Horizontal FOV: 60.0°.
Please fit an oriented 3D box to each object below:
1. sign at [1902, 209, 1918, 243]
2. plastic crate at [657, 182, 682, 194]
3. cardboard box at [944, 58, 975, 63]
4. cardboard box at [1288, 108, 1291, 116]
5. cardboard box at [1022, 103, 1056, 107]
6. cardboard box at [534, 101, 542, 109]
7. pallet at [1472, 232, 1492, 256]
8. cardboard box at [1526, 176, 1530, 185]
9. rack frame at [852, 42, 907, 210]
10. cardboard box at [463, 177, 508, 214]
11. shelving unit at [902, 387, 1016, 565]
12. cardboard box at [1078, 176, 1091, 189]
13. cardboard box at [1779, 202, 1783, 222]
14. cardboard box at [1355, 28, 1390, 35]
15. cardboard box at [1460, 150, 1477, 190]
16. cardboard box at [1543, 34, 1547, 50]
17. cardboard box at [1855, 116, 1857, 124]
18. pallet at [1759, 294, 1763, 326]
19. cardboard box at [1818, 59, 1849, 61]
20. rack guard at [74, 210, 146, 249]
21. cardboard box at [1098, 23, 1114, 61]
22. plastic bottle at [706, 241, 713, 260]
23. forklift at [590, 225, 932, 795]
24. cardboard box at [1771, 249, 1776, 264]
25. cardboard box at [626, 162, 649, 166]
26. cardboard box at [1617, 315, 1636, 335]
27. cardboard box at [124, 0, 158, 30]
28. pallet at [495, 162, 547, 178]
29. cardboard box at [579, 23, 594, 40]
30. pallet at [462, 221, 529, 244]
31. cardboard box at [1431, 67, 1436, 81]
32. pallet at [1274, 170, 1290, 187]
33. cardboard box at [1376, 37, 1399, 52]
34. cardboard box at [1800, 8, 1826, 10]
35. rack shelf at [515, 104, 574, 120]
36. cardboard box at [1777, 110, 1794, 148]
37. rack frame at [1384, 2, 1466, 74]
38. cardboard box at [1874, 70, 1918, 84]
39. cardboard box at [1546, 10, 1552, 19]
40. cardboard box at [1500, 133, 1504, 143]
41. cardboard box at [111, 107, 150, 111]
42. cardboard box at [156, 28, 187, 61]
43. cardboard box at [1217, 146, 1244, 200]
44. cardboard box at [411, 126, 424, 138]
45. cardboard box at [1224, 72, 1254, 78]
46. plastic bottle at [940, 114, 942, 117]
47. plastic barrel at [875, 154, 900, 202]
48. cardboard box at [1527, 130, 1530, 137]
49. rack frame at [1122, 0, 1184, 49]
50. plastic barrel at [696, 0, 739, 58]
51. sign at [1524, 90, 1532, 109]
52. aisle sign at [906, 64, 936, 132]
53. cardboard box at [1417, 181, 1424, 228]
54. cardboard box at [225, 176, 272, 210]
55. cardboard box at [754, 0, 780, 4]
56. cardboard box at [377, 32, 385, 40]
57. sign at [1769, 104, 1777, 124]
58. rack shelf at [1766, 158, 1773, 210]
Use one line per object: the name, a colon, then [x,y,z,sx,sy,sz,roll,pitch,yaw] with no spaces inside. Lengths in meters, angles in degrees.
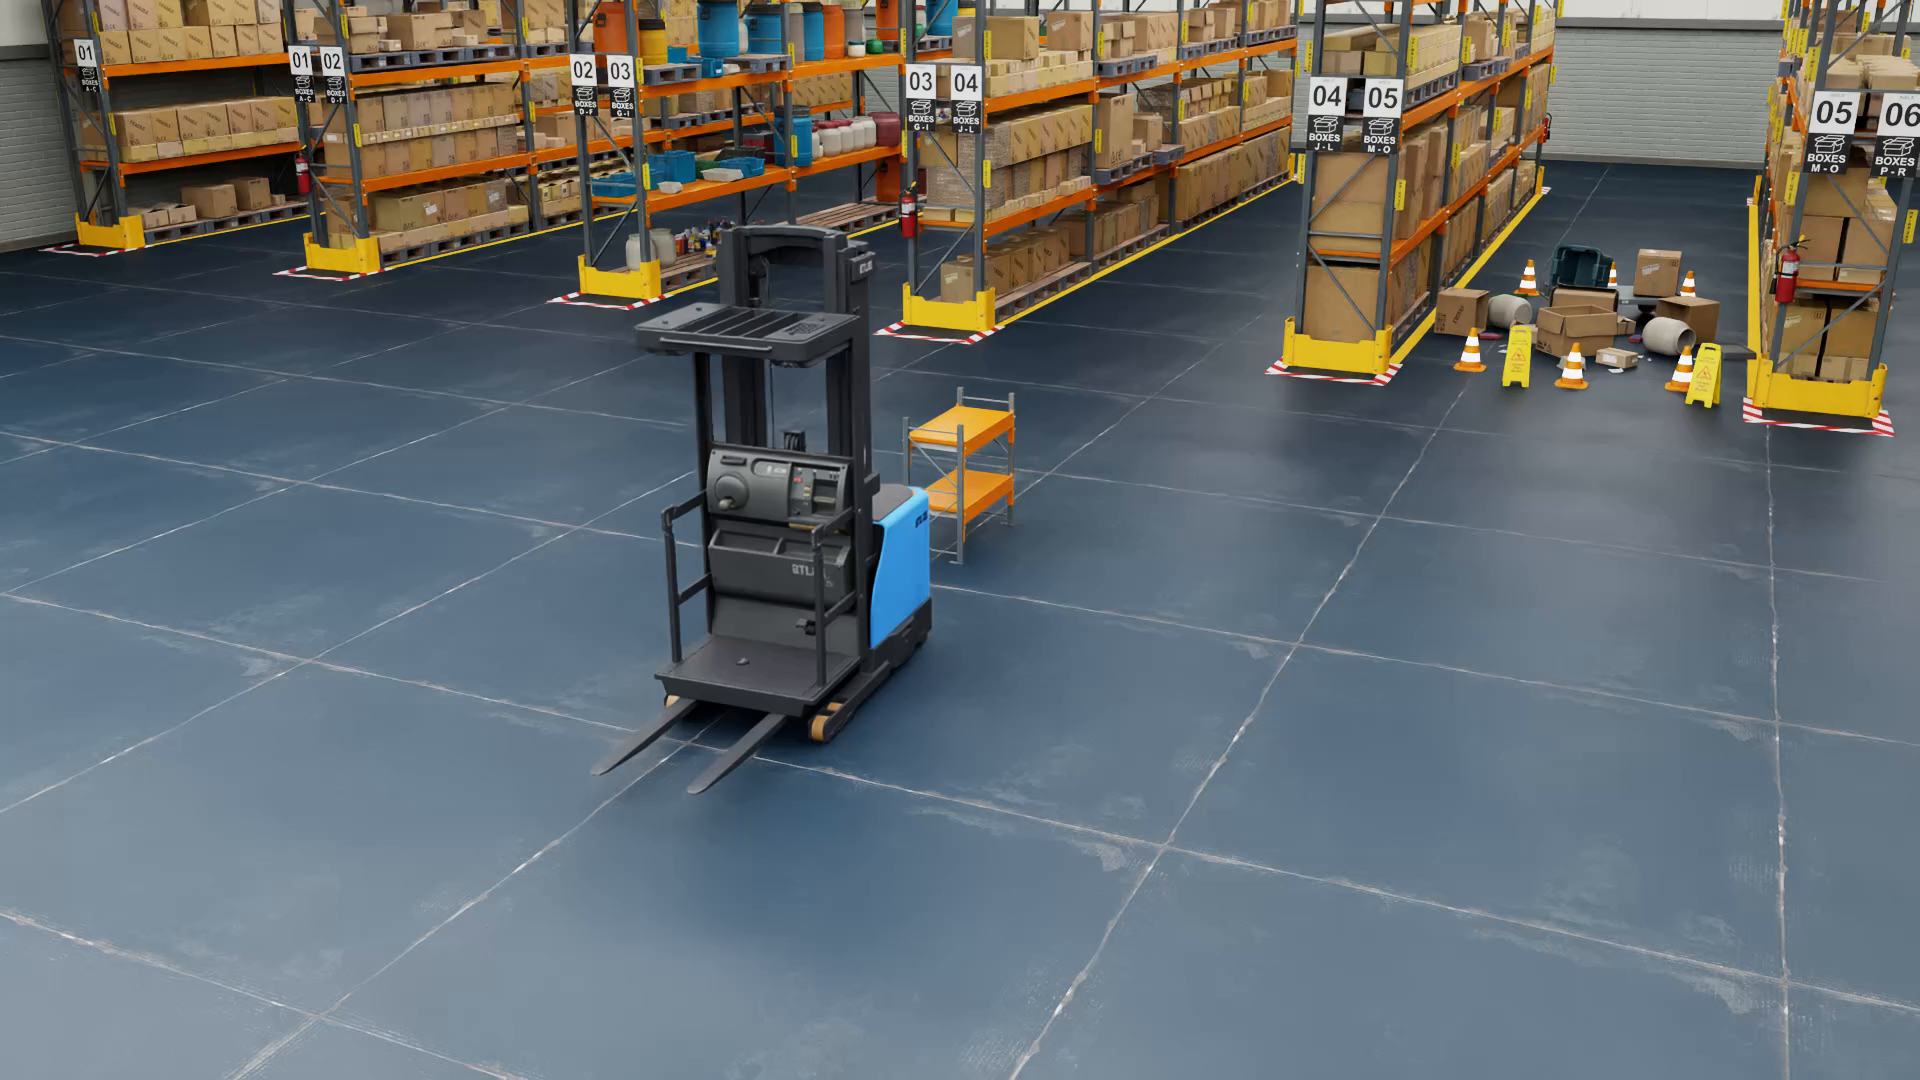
sign: [9.363,-3.094,16.400,0.100,0.325,0.005,9,21,23]
plastic crate: [-4.032,-4.905,23.178,0.298,0.136,0.250,9,21,23]
cardboard box: [-0.038,-6.021,21.074,0.380,0.149,0.250,9,21,23]
cardboard box: [6.533,-8.739,33.940,0.380,0.149,0.250,9,21,24]
cardboard box: [1.048,-5.899,23.494,0.500,0.500,0.500,9,21,23]
cardboard box: [-9.141,-9.269,35.400,0.380,0.149,0.250,9,21,23]
pallet: [7.907,-4.779,26.593,1.003,0.211,1.213,9,21,23]
cardboard box: [10.495,-6.775,31.227,0.380,0.149,0.250,9,21,24]
rack frame: [-1.416,-7.246,29.366,1.000,3.000,0.127,9,21,23]
cardboard box: [-7.777,-5.636,27.198,0.500,0.500,0.500,9,21,23]
shelving unit: [0.003,-0.532,13.286,0.538,1.125,1.048,9,21,23]
cardboard box: [1.645,-5.119,23.760,0.380,0.149,0.250,9,21,23]
cardboard box: [9.887,-3.918,19.415,0.500,0.500,0.500,8,21,22]
cardboard box: [4.969,-6.093,20.058,0.380,0.149,0.250,9,21,23]
cardboard box: [7.030,-5.265,23.647,0.500,0.500,0.500,9,21,24]
cardboard box: [10.300,-8.995,30.033,0.500,0.250,0.500,10,22,25]
cardboard box: [9.135,-4.428,17.343,0.380,0.149,0.250,9,21,23]
pallet: [10.823,-2.908,21.330,1.003,0.211,1.213,9,21,23]
cardboard box: [9.695,-5.280,18.548,0.380,0.149,0.250,8,21,21]
rack guard: [-13.699,-5.005,26.796,1.175,0.500,0.348,9,21,23]
cardboard box: [1.747,-7.133,23.792,0.797,0.503,0.637,7,21,20]
plastic bottle: [-3.665,-4.233,24.311,0.097,0.271,0.097,0,20,0]
forklift: [-1.194,-0.315,9.981,1.130,2.935,3.031,7,21,20]
cardboard box: [9.912,-3.371,19.862,0.380,0.149,0.250,9,21,23]
cardboard box: [-5.923,-6.899,31.031,0.500,0.311,0.500,9,22,24]
cardboard box: [8.214,-2.741,20.779,0.258,0.266,0.396,-5,20,-15]
cardboard box: [-13.100,-8.331,26.270,0.500,0.500,0.500,8,21,22]
pallet: [-9.562,-7.893,35.349,1.003,0.211,1.213,9,21,23]
cardboard box: [-6.511,-8.984,29.376,0.500,0.250,0.500,8,21,22]
pallet: [-7.935,-5.152,27.642,1.003,0.211,1.213,9,21,23]
cardboard box: [5.363,-5.473,19.505,0.380,0.149,0.250,9,21,23]
pallet: [6.122,-7.442,34.081,1.003,0.211,1.213,9,21,23]
cardboard box: [4.737,-5.383,18.060,0.380,0.149,0.250,9,21,23]
cardboard box: [14.457,-8.761,28.226,0.500,0.500,0.500,9,21,24]
rack shelf: [-9.635,-8.877,35.028,1.077,0.370,4.000,9,21,23]
cardboard box: [12.117,-5.918,23.992,0.500,0.500,0.500,8,21,21]
rack frame: [5.948,-7.458,21.011,1.000,3.000,0.127,9,21,23]
cardboard box: [9.446,-4.659,16.801,0.380,0.149,0.250,9,21,23]
cardboard box: [10.690,-9.688,30.640,0.380,0.149,0.250,9,21,24]
cardboard box: [8.712,-6.610,27.325,0.380,0.149,0.250,10,22,25]
cardboard box: [-13.516,-6.777,27.124,0.500,0.500,0.500,9,21,23]
cardboard box: [-12.904,-8.016,26.876,0.500,0.500,0.500,10,22,25]
cardboard box: [4.497,-6.787,30.621,1.225,0.875,0.875,9,21,23]
cardboard box: [-8.431,-6.240,25.420,0.380,0.149,0.250,8,21,21]
cardboard box: [5.524,-9.013,32.995,0.500,0.500,0.500,8,21,21]
plastic bottle: [-0.344,-8.162,32.240,0.097,0.201,0.097,0,20,0]
plastic barrel: [-1.231,-6.573,30.086,0.600,0.830,0.708,9,21,23]
cardboard box: [10.134,-7.410,30.203,0.380,0.149,0.250,10,22,25]
rack frame: [3.103,-9.393,26.450,1.000,3.000,0.127,9,21,23]
plastic barrel: [-3.559,-7.581,24.456,0.600,0.901,0.708,9,21,23]
sign: [9.732,-7.548,28.487,0.100,0.325,0.005,9,21,23]
aisle sign: [-0.473,-5.367,20.205,0.394,0.787,0.004,9,21,23]
cardboard box: [5.149,-4.092,20.275,0.875,0.550,0.500,9,21,23]
cardboard box: [-12.481,-6.089,29.187,0.500,0.500,0.500,7,21,19]
cardboard box: [-4.131,-11.235,34.464,0.700,0.500,0.500,9,21,23]
cardboard box: [-8.979,-7.475,24.924,0.500,0.250,0.500,9,21,23]
sign: [13.275,-6.950,27.124,0.100,0.325,0.005,9,21,23]
rack shelf: [12.963,-5.479,25.471,1.077,0.370,4.000,9,21,23]
